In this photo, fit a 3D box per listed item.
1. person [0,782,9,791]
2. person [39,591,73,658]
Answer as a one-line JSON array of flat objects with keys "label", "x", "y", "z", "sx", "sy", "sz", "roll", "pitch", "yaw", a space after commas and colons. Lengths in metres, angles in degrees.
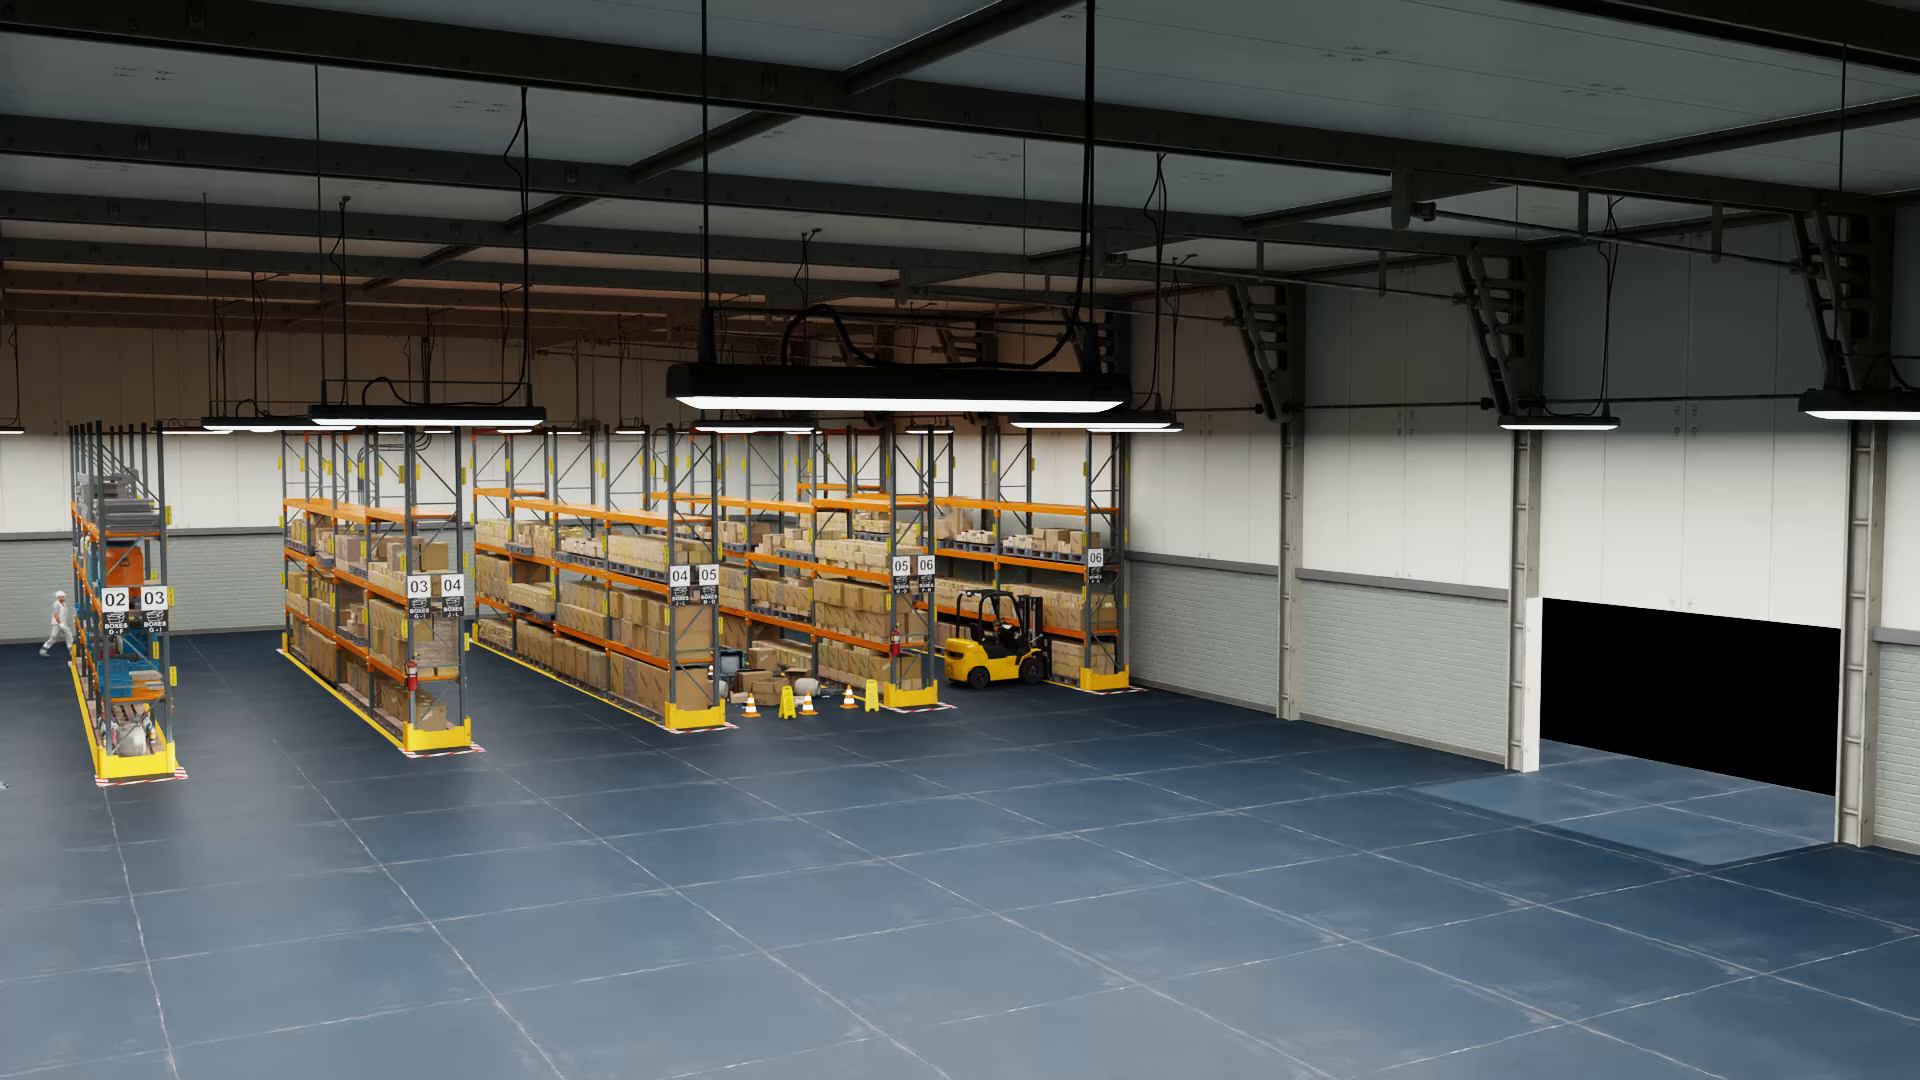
[{"label": "person", "x": -15.686, "y": 3.254, "z": 26.658, "sx": 0.591, "sy": 1.695, "sz": 0.658, "roll": -1, "pitch": 4, "yaw": -13}, {"label": "person", "x": -23.323, "y": 2.197, "z": 43.089, "sx": 1.021, "sy": 1.754, "sz": 0.588, "roll": -1, "pitch": 4, "yaw": -10}]
